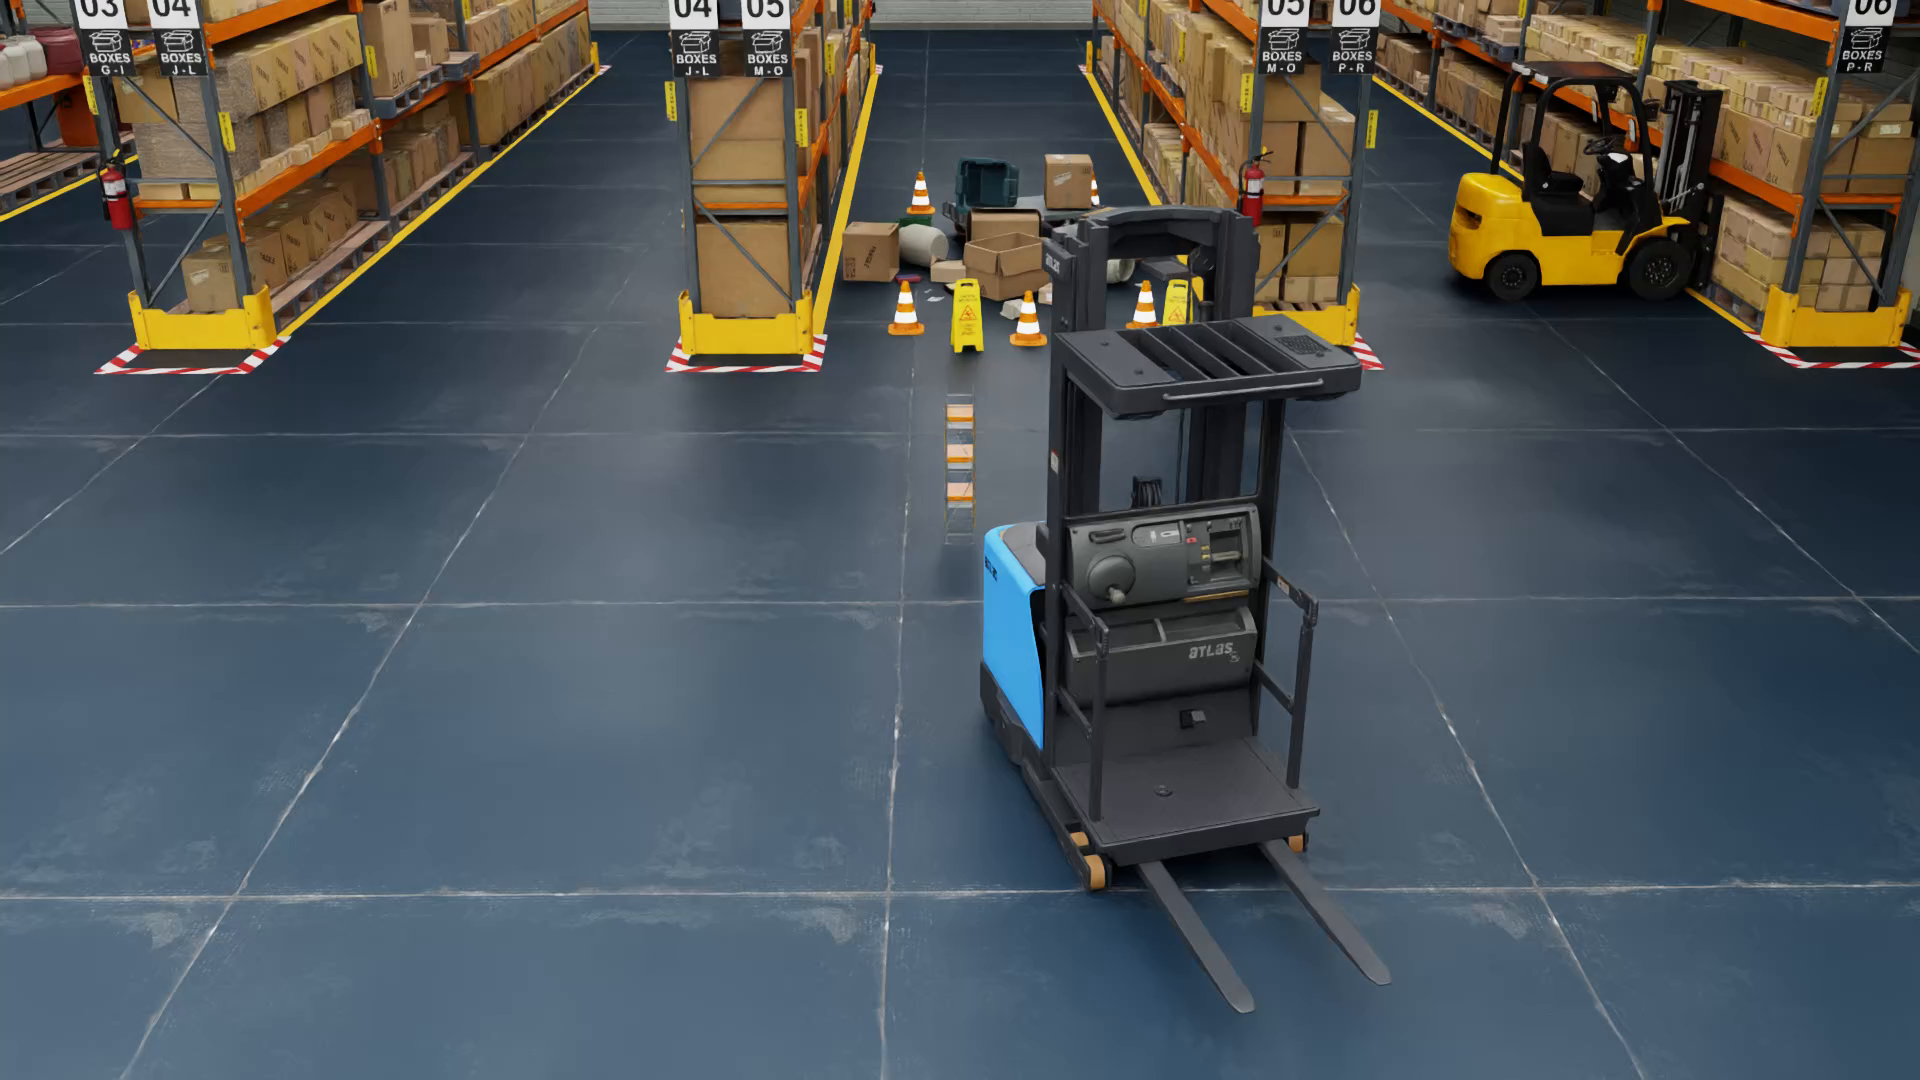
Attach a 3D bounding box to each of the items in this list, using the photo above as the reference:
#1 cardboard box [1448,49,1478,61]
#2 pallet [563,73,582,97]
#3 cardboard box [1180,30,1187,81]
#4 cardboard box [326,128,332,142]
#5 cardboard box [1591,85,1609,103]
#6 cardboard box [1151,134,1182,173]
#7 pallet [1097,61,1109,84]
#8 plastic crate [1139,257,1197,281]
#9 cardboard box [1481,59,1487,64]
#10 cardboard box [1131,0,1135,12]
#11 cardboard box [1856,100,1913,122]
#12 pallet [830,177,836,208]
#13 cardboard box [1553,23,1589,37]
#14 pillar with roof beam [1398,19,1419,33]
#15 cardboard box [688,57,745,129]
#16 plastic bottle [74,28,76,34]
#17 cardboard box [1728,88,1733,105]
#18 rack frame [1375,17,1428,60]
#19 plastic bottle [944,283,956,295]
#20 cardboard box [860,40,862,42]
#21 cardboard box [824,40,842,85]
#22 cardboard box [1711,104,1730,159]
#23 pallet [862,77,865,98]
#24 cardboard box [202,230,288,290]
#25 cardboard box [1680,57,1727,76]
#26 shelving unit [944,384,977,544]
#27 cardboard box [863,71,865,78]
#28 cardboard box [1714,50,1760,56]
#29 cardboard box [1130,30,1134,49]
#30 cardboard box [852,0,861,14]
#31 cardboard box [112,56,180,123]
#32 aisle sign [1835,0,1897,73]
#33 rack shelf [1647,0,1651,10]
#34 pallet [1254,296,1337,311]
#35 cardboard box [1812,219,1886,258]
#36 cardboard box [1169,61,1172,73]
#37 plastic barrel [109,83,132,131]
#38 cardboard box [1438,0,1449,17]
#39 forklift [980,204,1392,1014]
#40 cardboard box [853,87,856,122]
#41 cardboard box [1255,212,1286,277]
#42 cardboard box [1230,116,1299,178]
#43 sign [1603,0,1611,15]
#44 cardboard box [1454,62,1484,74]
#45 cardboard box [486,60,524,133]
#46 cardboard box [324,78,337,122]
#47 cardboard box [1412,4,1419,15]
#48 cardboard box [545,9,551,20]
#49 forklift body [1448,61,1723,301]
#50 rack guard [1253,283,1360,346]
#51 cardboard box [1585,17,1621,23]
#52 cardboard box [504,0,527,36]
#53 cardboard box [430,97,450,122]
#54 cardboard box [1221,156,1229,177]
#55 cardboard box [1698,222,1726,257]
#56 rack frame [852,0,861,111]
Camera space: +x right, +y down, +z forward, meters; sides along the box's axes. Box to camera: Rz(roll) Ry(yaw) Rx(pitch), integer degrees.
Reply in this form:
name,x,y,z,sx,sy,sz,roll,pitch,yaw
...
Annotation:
name,x,y,z,sx,sy,sz,roll,pitch,yaw
cardboard box,7.651,-7.375,25.293,0.380,0.149,0.250,-1,24,-3
pallet,-6.957,-7.626,27.856,1.003,0.211,1.213,0,24,-1
cardboard box,2.751,-5.389,18.534,0.500,0.500,0.500,-1,24,-2
cardboard box,-6.706,-4.169,17.132,0.380,0.149,0.250,0,24,-1
cardboard box,7.671,-5.197,19.282,0.500,0.250,0.500,0,24,-1
cardboard box,2.955,-4.933,21.196,0.950,0.372,0.625,-1,24,-2
pallet,2.942,-8.172,29.064,1.003,0.211,1.213,0,24,-1
plastic crate,2.183,-2.846,17.447,0.402,0.080,0.583,-9,26,-19
cardboard box,8.163,-7.237,25.348,0.380,0.149,0.250,0,24,-1
cardboard box,2.663,-7.605,23.090,0.500,0.500,0.500,0,24,-1
cardboard box,8.203,-3.819,14.785,0.380,0.149,0.250,-1,24,-2
pallet,-2.063,-4.315,20.534,1.003,0.211,1.213,0,24,-1
cardboard box,7.663,-6.385,20.818,0.380,0.149,0.250,0,24,0
pillar with roof beam,4.386,-13.625,30.456,9.100,9.000,0.400,0,24,-1
cardboard box,-1.983,-4.055,15.083,0.875,0.550,0.550,0,24,-1
plastic bottle,-12.363,-6.991,23.210,0.061,0.283,0.133,0,24,-1
cardboard box,7.758,-4.317,16.248,0.380,0.149,0.250,0,24,-1
rack frame,7.818,-9.796,29.269,1.000,3.000,0.127,0,24,-1
plastic bottle,-0.078,-2.541,16.793,0.133,0.061,0.283,-9,26,-19
cardboard box,-1.889,-8.551,28.744,0.380,0.149,0.250,0,24,0
cardboard box,-1.723,-5.861,20.448,0.500,0.500,0.500,-1,24,-1
cardboard box,7.706,-4.082,16.515,0.500,0.500,0.500,0,24,0
pallet,-2.109,-7.570,27.732,1.003,0.211,1.213,0,24,-1
cardboard box,-6.911,-2.691,16.083,0.500,0.500,0.500,6,25,13
cardboard box,7.661,-4.876,17.122,0.380,0.149,0.250,0,24,1
shelving unit,-0.001,-0.500,11.082,0.215,1.050,0.252,0,24,-1
cardboard box,-1.794,-7.851,27.918,0.380,0.149,0.250,0,24,0
cardboard box,8.216,-5.094,17.604,0.380,0.149,0.250,-1,24,-2
cardboard box,2.667,-7.033,23.341,0.500,0.250,0.500,0,24,-1
cardboard box,-1.803,-8.446,25.803,0.500,0.500,0.500,-1,24,-2
cardboard box,-7.133,-3.997,14.751,0.500,0.500,0.500,0,24,-1
aisle sign,7.700,-4.359,14.093,0.394,0.787,0.004,0,24,-1
rack shelf,7.928,-6.714,19.689,1.077,0.370,4.000,0,24,-1
pallet,3.055,-2.275,16.024,1.003,0.211,1.213,0,24,-1
cardboard box,8.177,-2.796,15.406,0.500,0.250,0.500,-1,24,-1
cardboard box,2.729,-5.752,20.122,0.380,0.149,0.250,1,24,1
plastic barrel,-11.954,-6.168,23.665,0.600,0.588,0.708,0,24,-1
cardboard box,7.644,-8.184,25.075,0.700,0.500,0.500,0,24,1
forklift,1.011,0.101,7.469,1.130,2.935,3.031,-7,25,-15
cardboard box,-1.783,-6.386,24.253,0.500,0.500,0.500,-1,24,-2
cardboard box,2.760,-2.788,15.692,0.500,0.500,0.500,0,24,0
cardboard box,2.748,-3.583,15.049,0.500,0.500,0.500,-1,24,-1
sign,8.461,-7.031,21.751,0.100,0.325,0.005,0,24,-1
cardboard box,7.695,-7.127,25.105,0.380,0.149,0.250,-1,24,-3
cardboard box,-6.956,-6.306,23.622,1.225,0.875,0.875,0,24,0
cardboard box,-7.010,-4.572,17.237,0.875,0.500,0.500,0,24,-1
cardboard box,7.548,-8.591,26.910,0.380,0.149,0.250,-1,24,-1
cardboard box,-6.688,-8.305,26.278,0.380,0.149,0.250,1,24,1
forklift body,6.148,-3.589,16.576,2.313,2.155,1.214,0,24,-1
rack guard,3.029,-2.072,15.224,1.175,0.500,0.348,0,24,-1
cardboard box,8.226,-6.600,21.295,0.380,0.149,0.250,0,24,1
cardboard box,-6.734,-7.730,24.579,0.500,0.500,0.500,0,24,1
cardboard box,-6.930,-5.558,21.489,0.500,0.250,0.500,1,24,2
cardboard box,2.684,-3.533,15.727,0.380,0.149,0.250,0,24,0
cardboard box,7.654,-2.988,16.437,0.500,0.250,0.500,-1,24,-2
rack frame,-2.050,-8.060,25.431,1.000,3.000,0.127,0,24,-1
